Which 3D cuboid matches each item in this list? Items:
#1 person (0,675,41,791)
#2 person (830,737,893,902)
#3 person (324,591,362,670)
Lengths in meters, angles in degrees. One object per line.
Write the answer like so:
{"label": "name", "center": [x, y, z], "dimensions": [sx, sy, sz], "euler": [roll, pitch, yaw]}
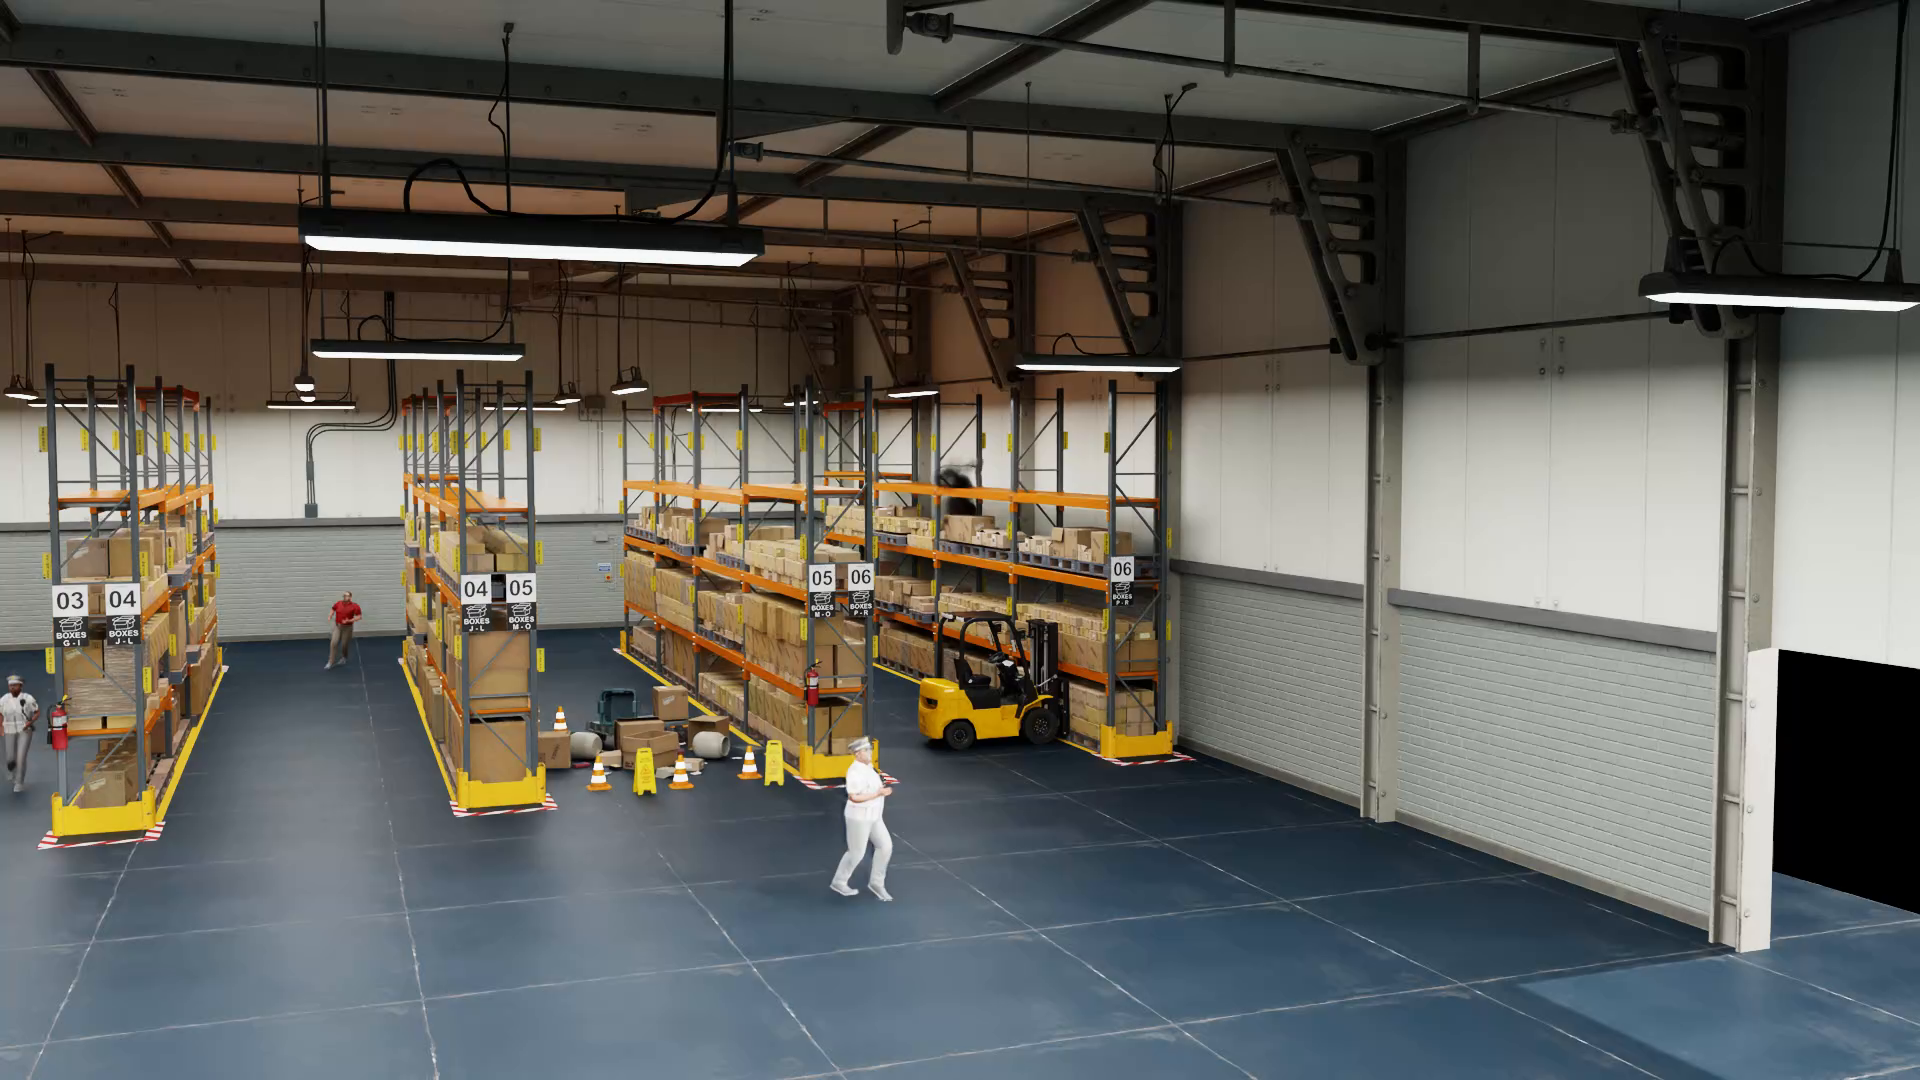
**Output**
{"label": "person", "center": [-13.600, 2.775, 24.026], "dimensions": [0.571, 1.673, 0.595], "euler": [-1, 4, -20]}
{"label": "person", "center": [-1.047, 3.061, 18.151], "dimensions": [0.755, 1.840, 0.640], "euler": [1, 4, 23]}
{"label": "person", "center": [-13.715, 1.988, 37.095], "dimensions": [0.747, 1.710, 0.857], "euler": [0, 3, -6]}
